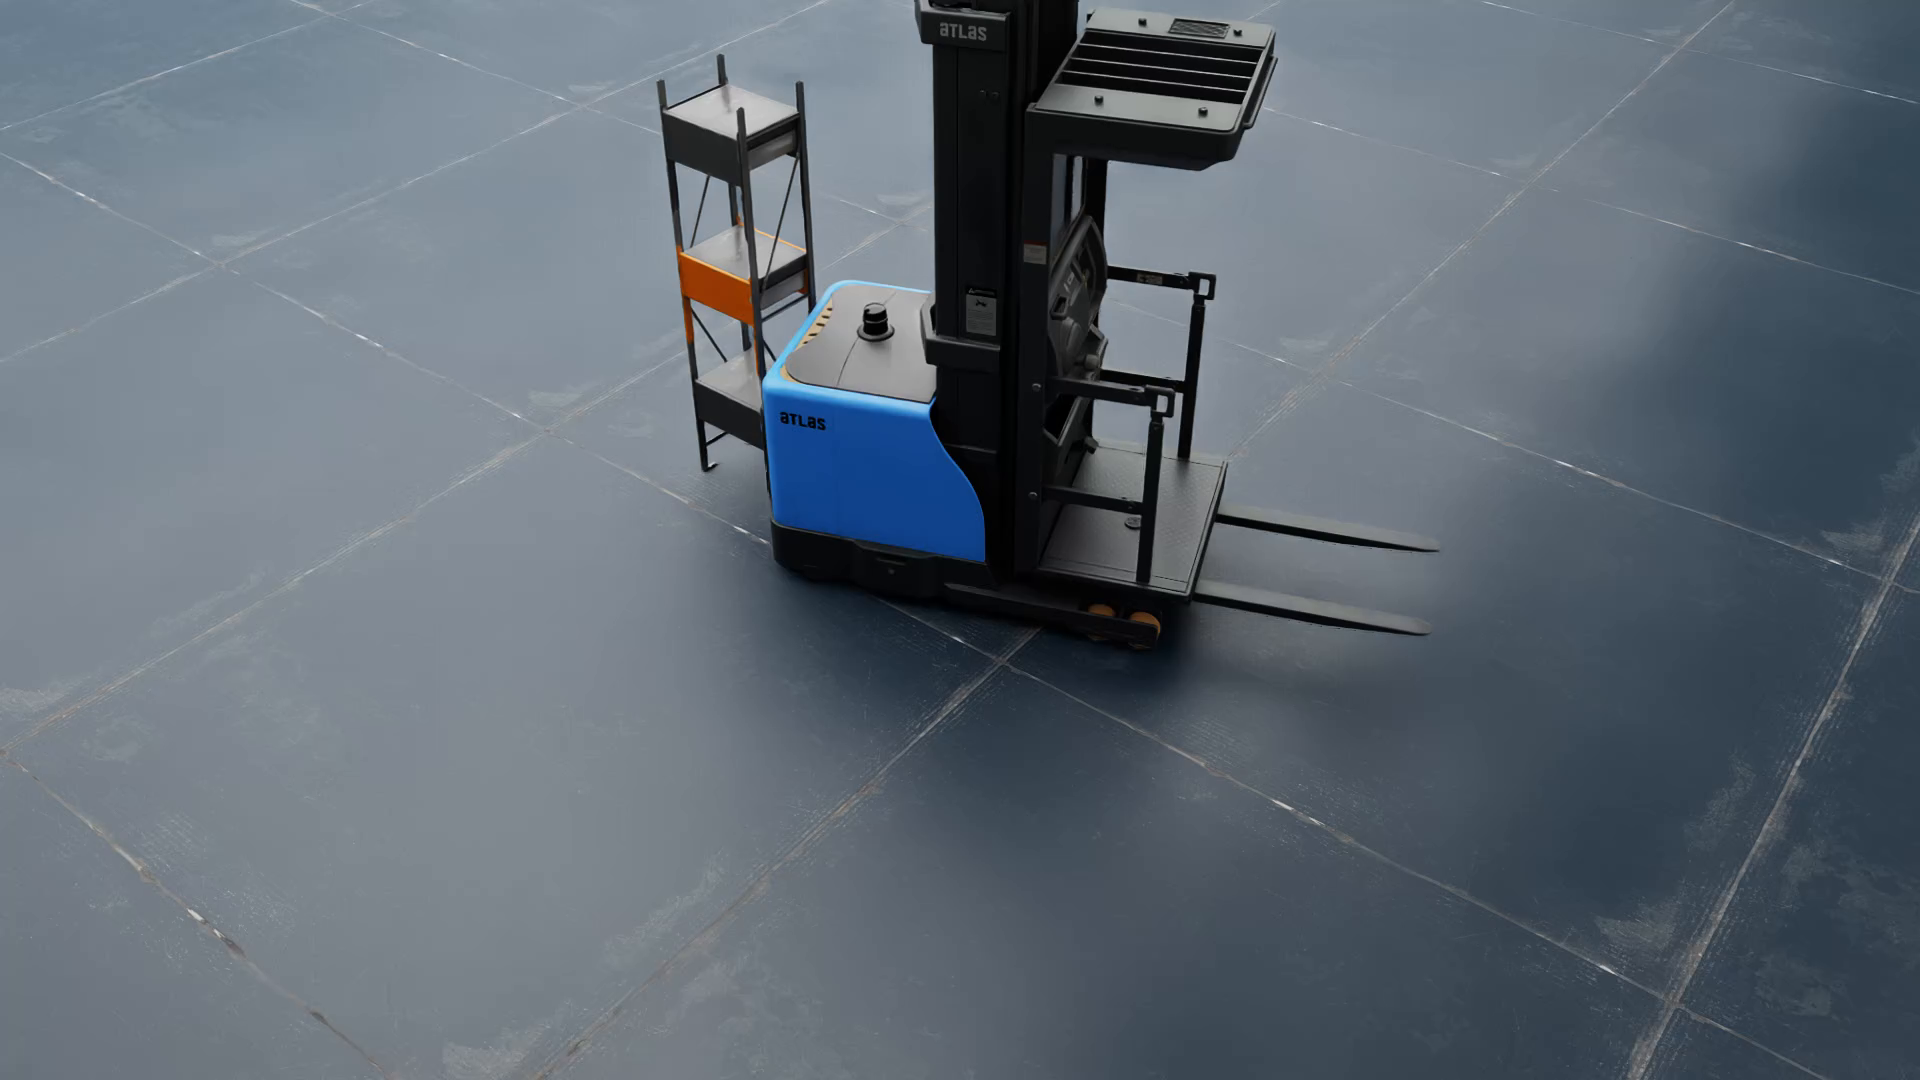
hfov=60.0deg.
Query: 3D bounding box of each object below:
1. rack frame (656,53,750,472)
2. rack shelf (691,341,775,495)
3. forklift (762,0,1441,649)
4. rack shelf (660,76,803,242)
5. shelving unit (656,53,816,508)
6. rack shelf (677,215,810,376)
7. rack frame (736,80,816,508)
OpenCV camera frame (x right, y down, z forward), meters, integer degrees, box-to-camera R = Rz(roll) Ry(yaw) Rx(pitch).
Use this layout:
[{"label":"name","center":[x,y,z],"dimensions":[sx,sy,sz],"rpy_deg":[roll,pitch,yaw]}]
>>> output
[{"label":"rack frame","center":[-1.198,-1.274,8.035],"dimensions":[0.015,2.100,0.400],"rpy_deg":[26,45,30]},{"label":"rack shelf","center":[-1.008,-0.618,8.354],"dimensions":[0.480,0.518,0.431],"rpy_deg":[26,45,30]},{"label":"forklift","center":[0.689,-1.031,7.050],"dimensions":[3.031,2.935,1.130],"rpy_deg":[10,39,13]},{"label":"rack shelf","center":[-1.007,-1.721,7.492],"dimensions":[0.480,0.518,0.431],"rpy_deg":[26,45,30]},{"label":"shelving unit","center":[-1.008,-1.180,7.914],"dimensions":[0.503,2.100,0.431],"rpy_deg":[26,45,30]},{"label":"rack shelf","center":[-1.008,-1.169,7.923],"dimensions":[0.480,0.518,0.431],"rpy_deg":[26,45,30]},{"label":"rack frame","center":[-0.817,-1.086,7.794],"dimensions":[0.015,2.100,0.400],"rpy_deg":[26,45,30]}]
